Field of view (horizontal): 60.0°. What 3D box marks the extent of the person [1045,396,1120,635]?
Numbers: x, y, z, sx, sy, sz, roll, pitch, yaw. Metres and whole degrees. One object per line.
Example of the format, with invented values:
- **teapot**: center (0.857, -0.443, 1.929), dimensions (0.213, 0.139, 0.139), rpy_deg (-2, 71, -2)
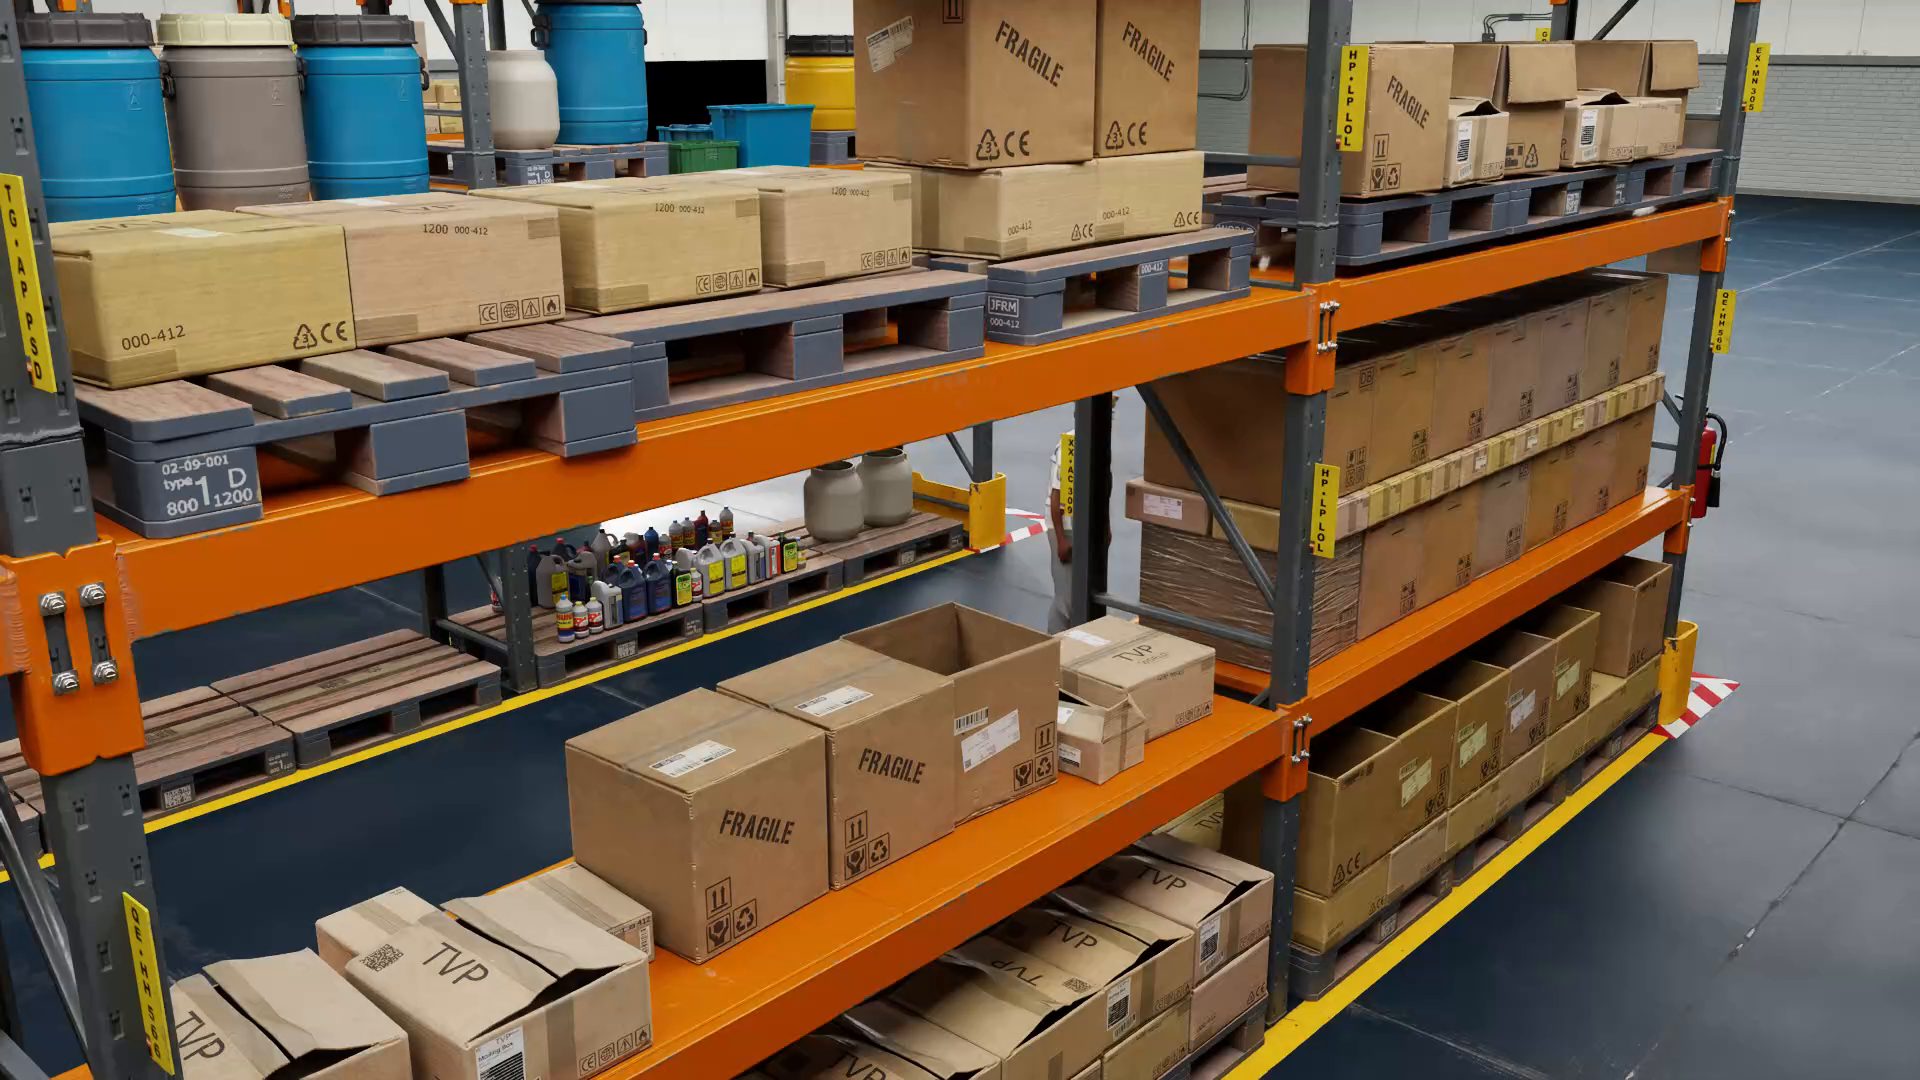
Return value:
- **person**: center (0.707, -0.043, 9.689), dimensions (0.400, 1.657, 0.517), rpy_deg (14, 22, 39)
